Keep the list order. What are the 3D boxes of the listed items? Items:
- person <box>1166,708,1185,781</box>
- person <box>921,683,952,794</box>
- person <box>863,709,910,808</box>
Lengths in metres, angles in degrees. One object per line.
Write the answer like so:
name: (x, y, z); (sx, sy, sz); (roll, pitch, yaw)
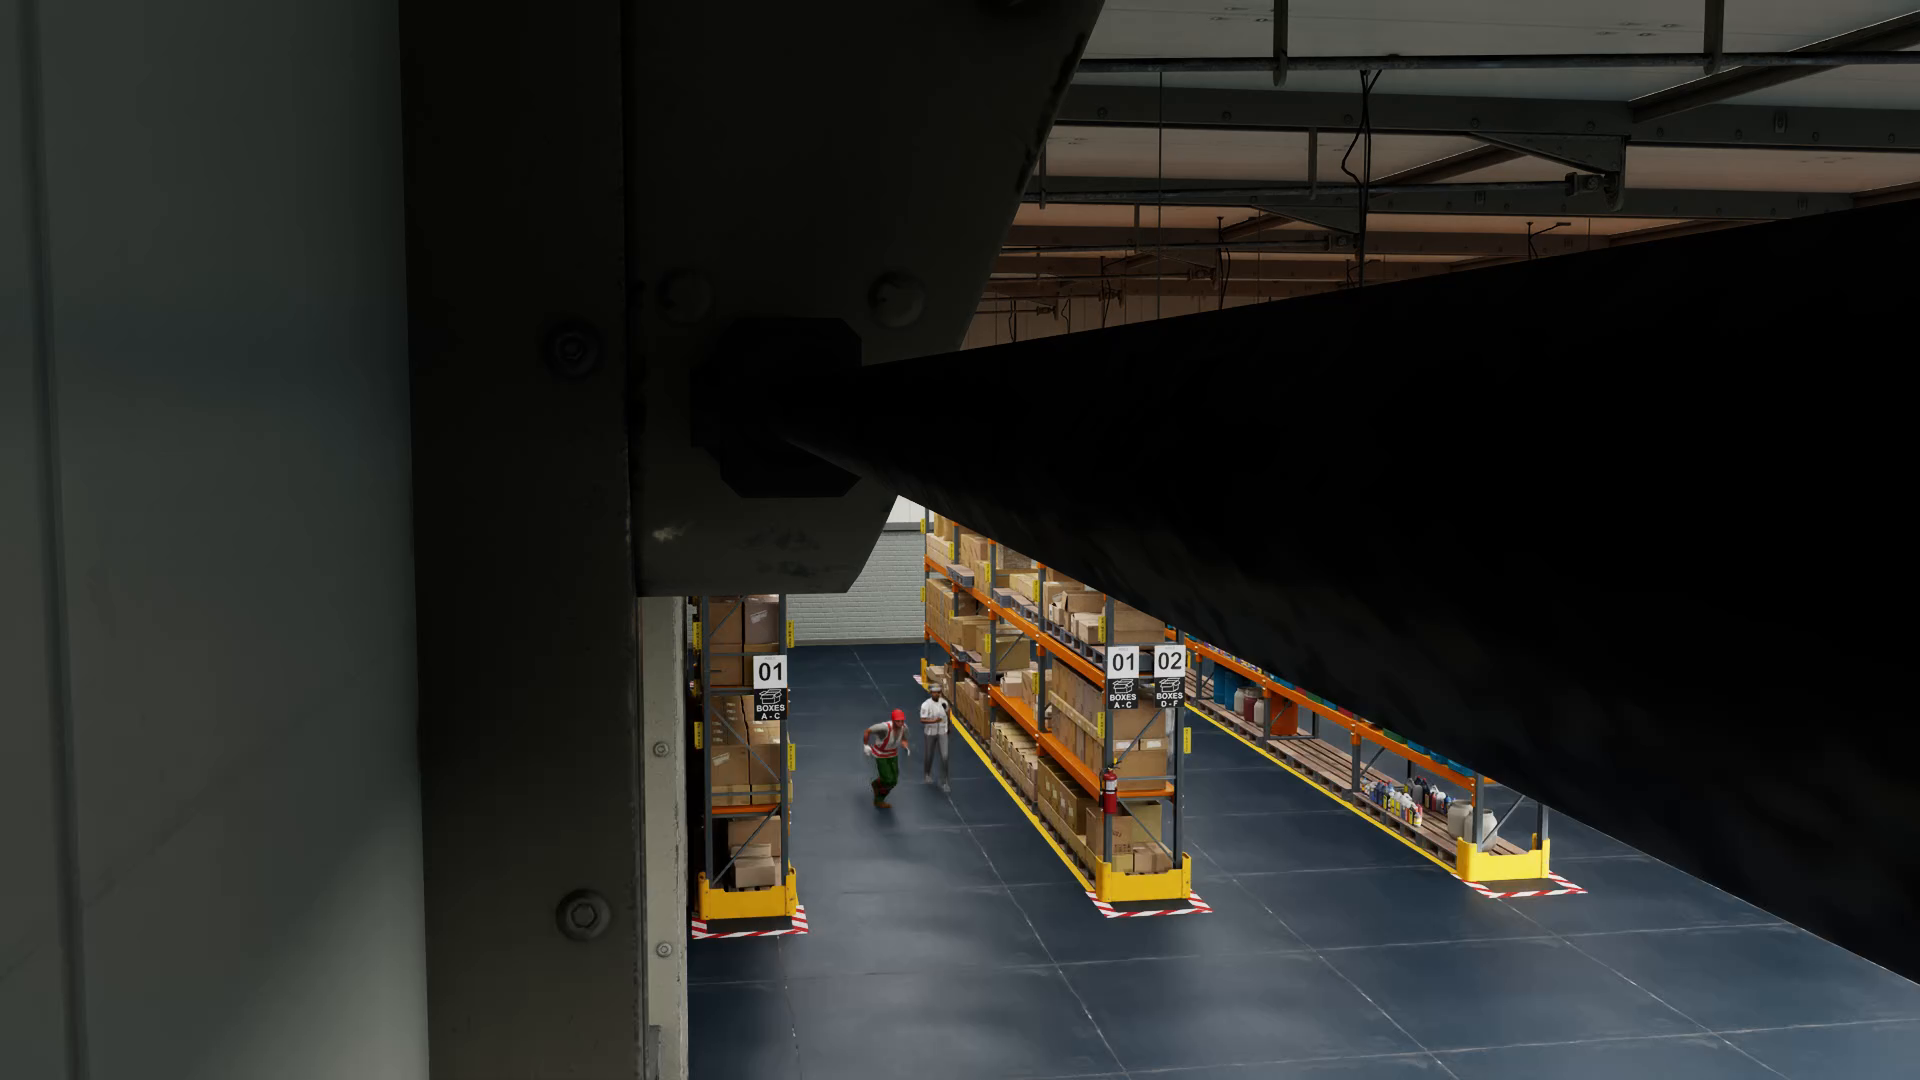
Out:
person: (3.364, 3.109, 27.184); (0.649, 1.706, 0.724); (-3, 6, -28)
person: (-0.382, 3.137, 26.620); (0.545, 1.737, 0.808); (-1, 5, -13)
person: (-1.113, 3.324, 25.237); (0.694, 1.590, 0.828); (-4, 6, -36)
